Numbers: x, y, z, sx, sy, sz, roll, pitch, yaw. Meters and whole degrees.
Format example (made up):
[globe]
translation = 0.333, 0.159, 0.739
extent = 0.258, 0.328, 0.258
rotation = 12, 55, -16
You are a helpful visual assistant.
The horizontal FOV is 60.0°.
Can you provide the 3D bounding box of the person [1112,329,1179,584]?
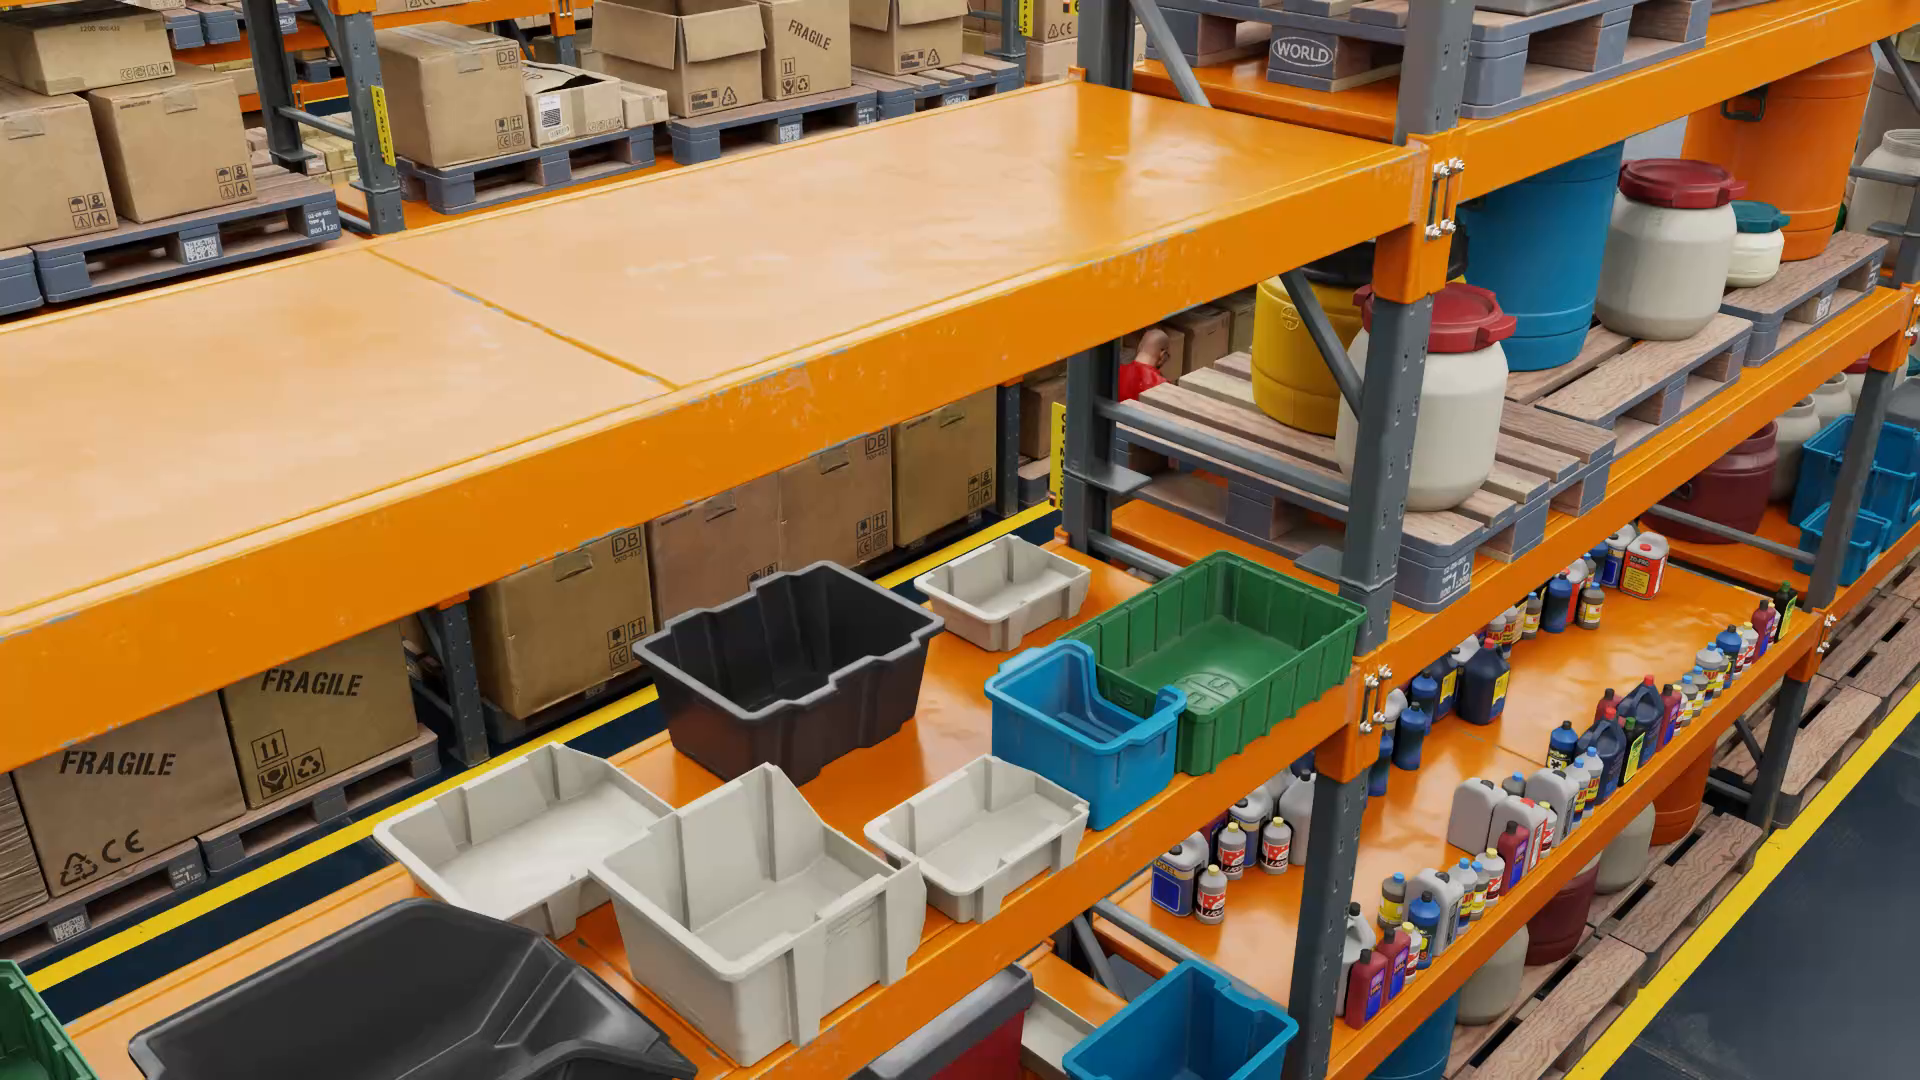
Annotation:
[person]
translation = 1.045, -0.426, 9.829
extent = 0.447, 1.666, 0.560
rotation = -24, 36, -38
